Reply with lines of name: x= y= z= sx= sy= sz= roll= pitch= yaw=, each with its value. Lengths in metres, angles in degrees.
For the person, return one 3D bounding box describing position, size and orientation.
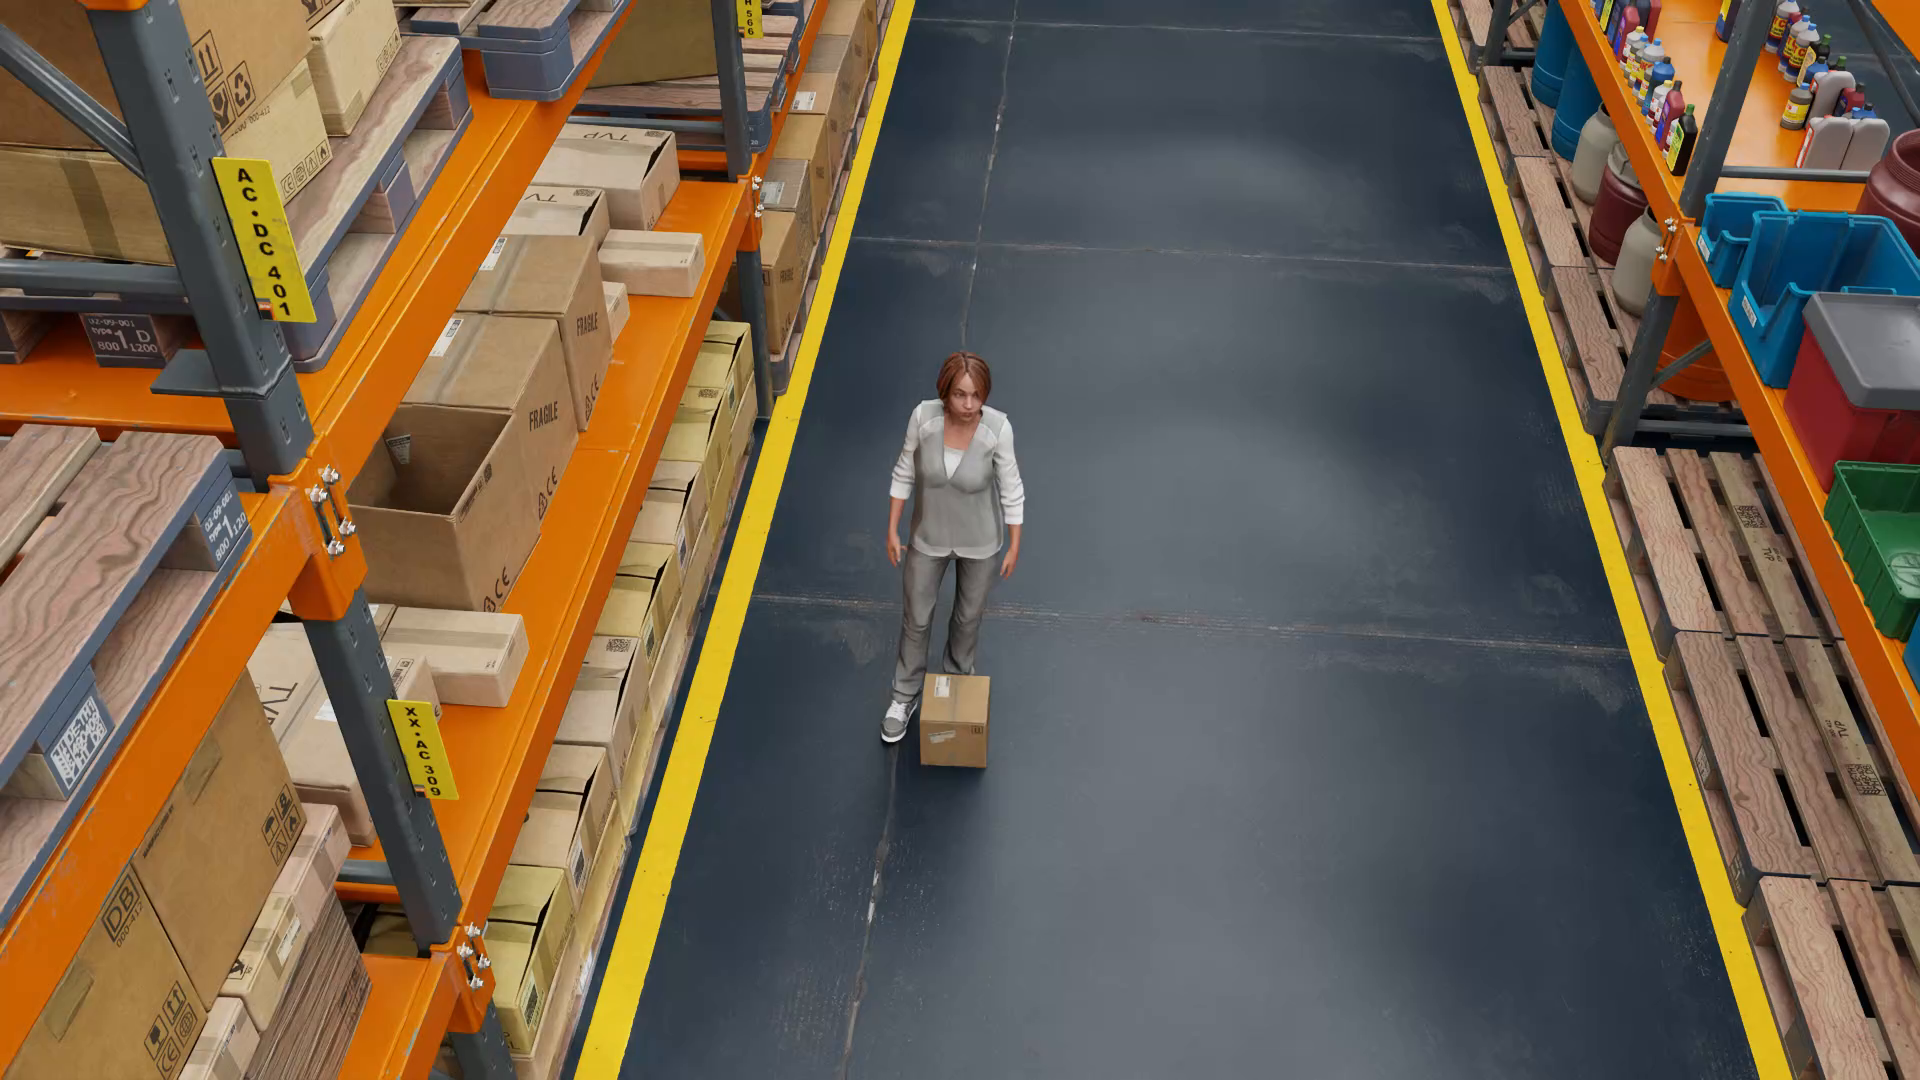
person: x=-0.035 y=0.059 z=6.093 sx=0.520 sy=1.582 sz=0.475 roll=4 pitch=41 yaw=4
